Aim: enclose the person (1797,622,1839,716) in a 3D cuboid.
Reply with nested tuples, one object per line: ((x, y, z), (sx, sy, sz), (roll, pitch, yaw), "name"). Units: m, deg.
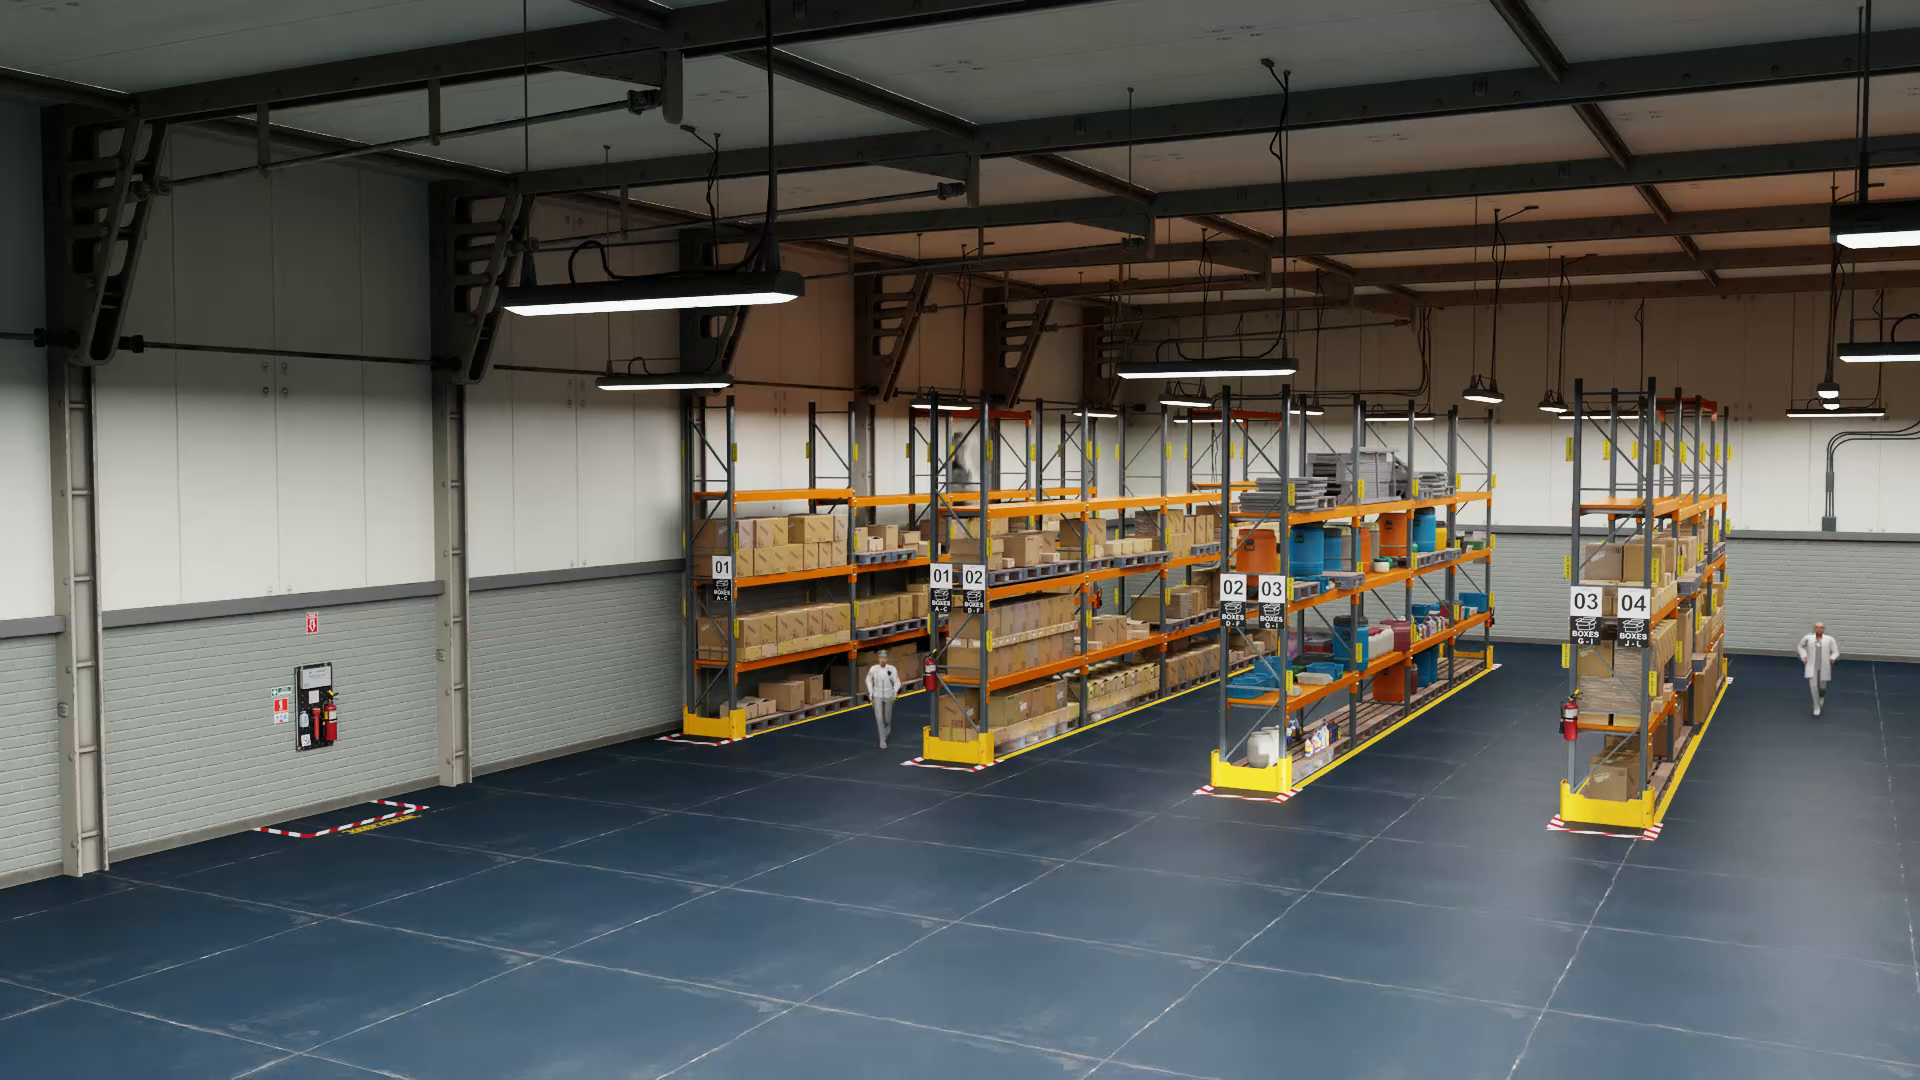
((16.477, 2.457, 31.950), (0.711, 1.765, 0.865), (2, 3, 27), "person")

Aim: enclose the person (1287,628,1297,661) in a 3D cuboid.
((6.418, 2.506, 32.215), (0.524, 1.611, 0.820), (2, 3, 31), "person")

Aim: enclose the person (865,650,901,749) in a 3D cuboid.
((-1.318, 2.686, 28.447), (0.603, 1.668, 0.762), (0, 3, -3), "person")
